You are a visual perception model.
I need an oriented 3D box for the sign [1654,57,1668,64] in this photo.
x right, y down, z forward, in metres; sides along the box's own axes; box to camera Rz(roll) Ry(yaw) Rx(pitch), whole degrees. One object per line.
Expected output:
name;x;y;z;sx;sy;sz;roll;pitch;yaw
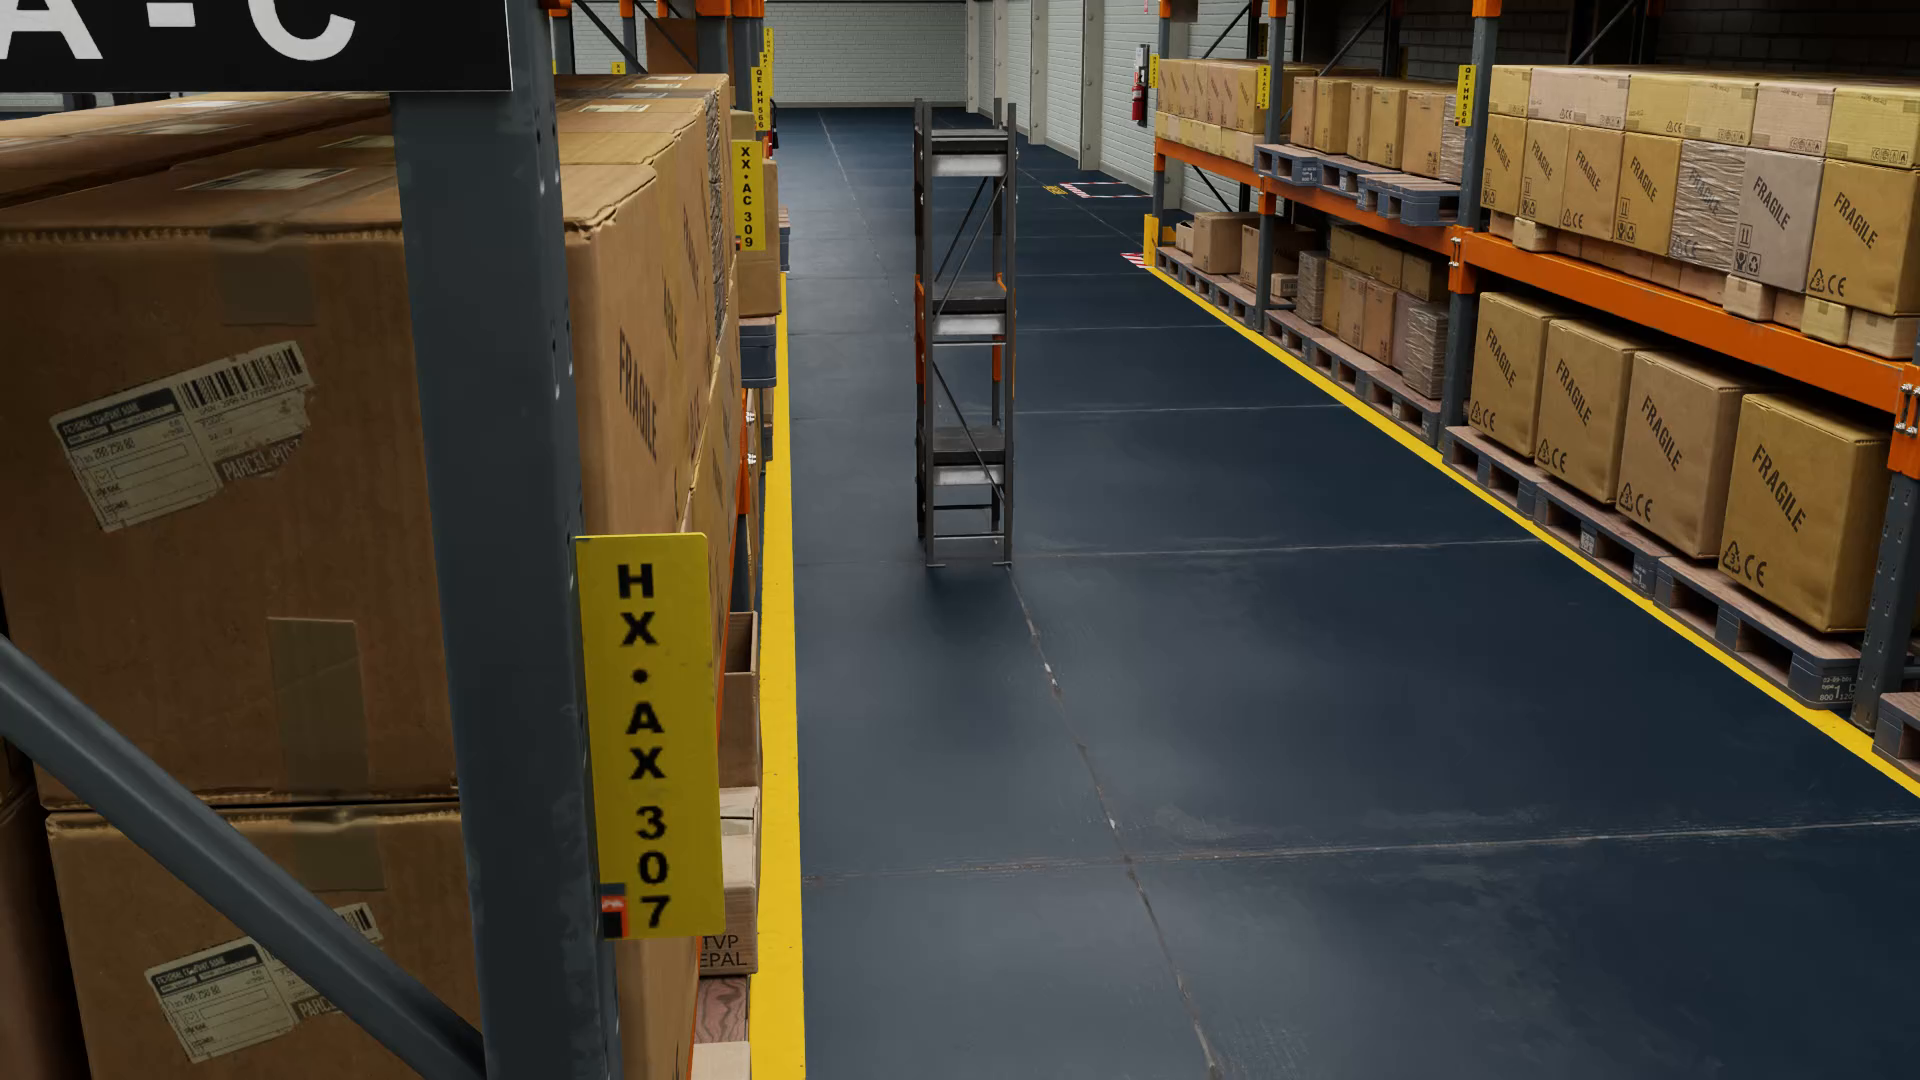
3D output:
sign;3.882;-2.526;9.284;0.100;0.325;0.005;-2;18;-6

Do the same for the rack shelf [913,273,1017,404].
rack shelf;0.017;-0.939;7.710;0.431;0.518;0.480;-2;18;-6

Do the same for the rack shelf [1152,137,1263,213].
rack shelf;2.711;-3.400;15.201;1.077;0.370;4.000;-2;18;-6

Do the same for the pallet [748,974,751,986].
pallet;-1.114;0.925;4.878;1.003;0.211;1.213;-2;18;-6

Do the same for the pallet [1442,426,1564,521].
pallet;3.336;-0.388;9.061;1.003;0.211;1.213;-2;18;-6

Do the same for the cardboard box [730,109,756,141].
cardboard box;-1.420;-1.866;8.244;0.700;0.500;0.500;-8;19;-24

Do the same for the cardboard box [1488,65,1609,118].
cardboard box;3.123;-2.361;8.741;0.500;0.250;0.500;-1;17;-4

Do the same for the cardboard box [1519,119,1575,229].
cardboard box;3.170;-1.846;8.353;0.500;0.500;0.500;-1;17;-4

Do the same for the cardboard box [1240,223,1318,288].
cardboard box;2.771;-2.473;14.485;0.500;0.500;0.500;-3;18;-10

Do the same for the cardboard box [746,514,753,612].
cardboard box;-0.992;0.221;5.904;0.500;0.500;0.500;-3;18;-8

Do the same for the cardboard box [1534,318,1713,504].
cardboard box;3.359;-0.646;8.116;0.750;0.750;0.750;-2;18;-6

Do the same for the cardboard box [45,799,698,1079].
cardboard box;-0.555;0.394;1.748;0.500;0.500;0.500;-1;17;-4

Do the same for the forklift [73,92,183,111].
forklift;-3.483;-1.403;7.753;1.130;2.935;3.031;-14;22;-37

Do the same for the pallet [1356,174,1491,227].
pallet;3.151;-2.073;10.094;1.213;0.211;1.003;-2;18;-6

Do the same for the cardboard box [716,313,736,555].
cardboard box;-0.768;-0.210;3.672;0.500;0.500;0.500;-1;17;-4

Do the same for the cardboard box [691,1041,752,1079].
cardboard box;-0.649;1.215;3.155;0.500;0.250;0.500;-2;18;-6

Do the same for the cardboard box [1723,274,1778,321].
cardboard box;3.309;-0.976;6.663;0.380;0.149;0.250;-2;18;-6

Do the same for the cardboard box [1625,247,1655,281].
cardboard box;3.303;-1.284;7.644;0.380;0.149;0.250;-2;18;-5

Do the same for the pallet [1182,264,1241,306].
pallet;2.684;-2.381;15.407;1.003;0.211;1.213;-2;18;-6

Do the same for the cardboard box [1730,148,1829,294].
cardboard box;3.382;-1.245;6.437;0.500;0.500;0.500;-2;18;-5

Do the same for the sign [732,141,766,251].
sign;-0.645;-1.042;5.043;0.100;0.325;0.005;-2;18;-6

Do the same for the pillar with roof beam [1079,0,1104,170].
pillar with roof beam;-2.082;-10.462;26.478;9.100;9.000;0.400;-2;18;-6

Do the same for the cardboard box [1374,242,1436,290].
cardboard box;3.149;-1.869;11.308;0.500;0.250;0.500;-2;18;-6

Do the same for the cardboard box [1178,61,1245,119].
cardboard box;2.343;-4.182;15.455;0.500;0.500;0.500;-2;18;-7

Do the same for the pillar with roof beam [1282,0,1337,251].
pillar with roof beam;-0.845;-6.887;15.090;9.100;9.000;0.400;-2;18;-6

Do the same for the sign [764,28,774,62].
sign;-1.881;-4.863;16.332;0.100;0.325;0.005;-2;18;-6

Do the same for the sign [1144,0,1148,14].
sign;2.700;-7.794;24.125;0.001;0.298;0.199;-2;18;-6

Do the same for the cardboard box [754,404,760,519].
cardboard box;-1.214;-0.393;7.861;0.500;0.500;0.500;-2;18;-8

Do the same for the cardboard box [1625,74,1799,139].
cardboard box;3.291;-1.909;7.300;0.500;0.250;0.500;-2;18;-7

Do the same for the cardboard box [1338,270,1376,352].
cardboard box;3.126;-1.641;11.833;0.700;0.500;0.500;-2;17;-5

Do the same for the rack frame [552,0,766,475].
rack frame;-1.597;-1.802;8.908;1.000;3.000;0.127;-2;18;-6

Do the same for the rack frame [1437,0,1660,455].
rack frame;3.330;-1.956;9.399;1.000;3.000;0.127;-2;18;-6

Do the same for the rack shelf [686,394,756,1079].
rack shelf;-0.978;0.329;3.322;1.077;0.370;4.000;-2;18;-6

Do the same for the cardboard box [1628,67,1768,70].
cardboard box;3.685;-2.231;8.328;0.500;0.250;0.500;-2;18;-7

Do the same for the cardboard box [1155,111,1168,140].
cardboard box;2.239;-4.122;16.516;0.500;0.250;0.500;-2;18;-7

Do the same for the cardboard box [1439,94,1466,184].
cardboard box;3.272;-2.353;9.764;0.700;0.500;0.500;-4;18;-12

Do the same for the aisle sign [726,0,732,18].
aisle sign;-2.137;-5.454;16.202;0.394;0.787;0.004;-2;18;-6

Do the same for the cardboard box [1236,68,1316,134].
cardboard box;2.561;-3.575;13.521;0.500;0.500;0.500;-2;18;-6

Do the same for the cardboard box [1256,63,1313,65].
cardboard box;2.917;-4.047;15.025;0.500;0.500;0.500;-2;17;-5

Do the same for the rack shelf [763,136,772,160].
rack shelf;-2.216;-3.246;14.710;1.077;0.370;4.000;-2;18;-6

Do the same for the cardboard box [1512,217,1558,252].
cardboard box;3.094;-1.583;8.598;0.380;0.149;0.250;-1;17;-4

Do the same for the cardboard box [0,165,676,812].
cardboard box;-0.555;-0.083;1.599;0.500;0.500;0.500;-1;17;-4

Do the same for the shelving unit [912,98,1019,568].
shelving unit;0.017;-0.952;7.705;0.431;2.100;0.503;-2;18;-6

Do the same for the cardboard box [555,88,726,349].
cardboard box;-0.767;-0.689;3.529;0.500;0.500;0.500;-2;18;-5

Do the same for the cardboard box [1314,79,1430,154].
cardboard box;2.986;-3.086;12.097;0.700;0.500;0.500;0;17;0

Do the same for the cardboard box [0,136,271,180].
cardboard box;-1.144;-0.218;2.026;0.500;0.500;0.500;-1;17;-4

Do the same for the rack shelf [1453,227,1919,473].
rack shelf;3.536;-1.017;7.609;1.077;0.370;4.000;-2;18;-6

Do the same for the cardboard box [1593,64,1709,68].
cardboard box;3.635;-2.386;8.820;0.500;0.250;0.500;-1;17;-4

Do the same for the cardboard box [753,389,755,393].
cardboard box;-1.257;-0.889;8.187;0.500;0.250;0.500;-1;17;-4

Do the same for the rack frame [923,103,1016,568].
rack frame;0.042;-0.880;7.474;0.400;2.100;0.015;-2;18;-6

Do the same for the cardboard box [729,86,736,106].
cardboard box;-1.845;-3.437;12.866;0.380;0.149;0.250;-2;18;-6

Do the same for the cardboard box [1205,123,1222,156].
cardboard box;2.457;-3.515;14.584;0.500;0.250;0.500;-2;18;-6
